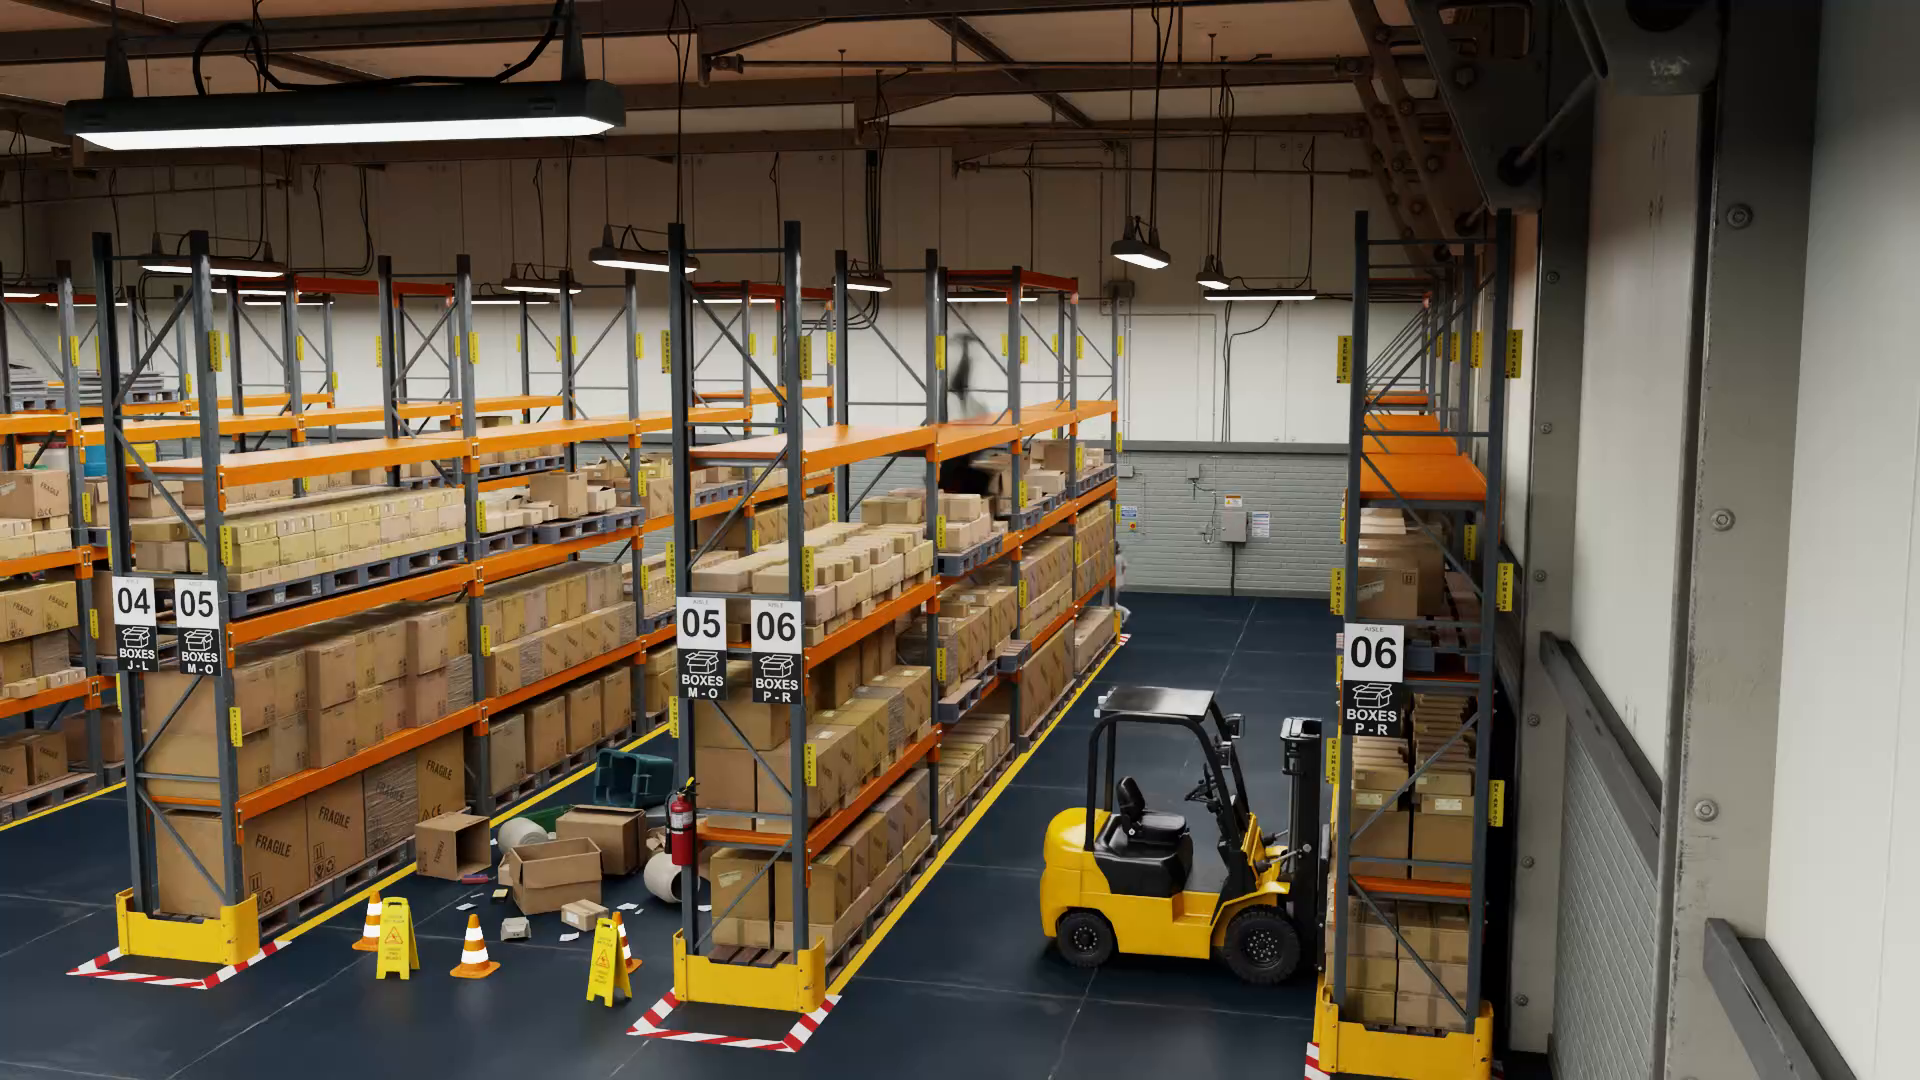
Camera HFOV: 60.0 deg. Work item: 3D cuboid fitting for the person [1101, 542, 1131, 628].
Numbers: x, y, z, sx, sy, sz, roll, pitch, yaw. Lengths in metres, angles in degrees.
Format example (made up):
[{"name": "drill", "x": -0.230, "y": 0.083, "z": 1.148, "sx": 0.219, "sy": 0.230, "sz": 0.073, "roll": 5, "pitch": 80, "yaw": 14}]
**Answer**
[{"name": "person", "x": 2.748, "y": 0.801, "z": 29.368, "sx": 0.561, "sy": 1.615, "sz": 0.605, "roll": 5, "pitch": 9, "yaw": 37}]
